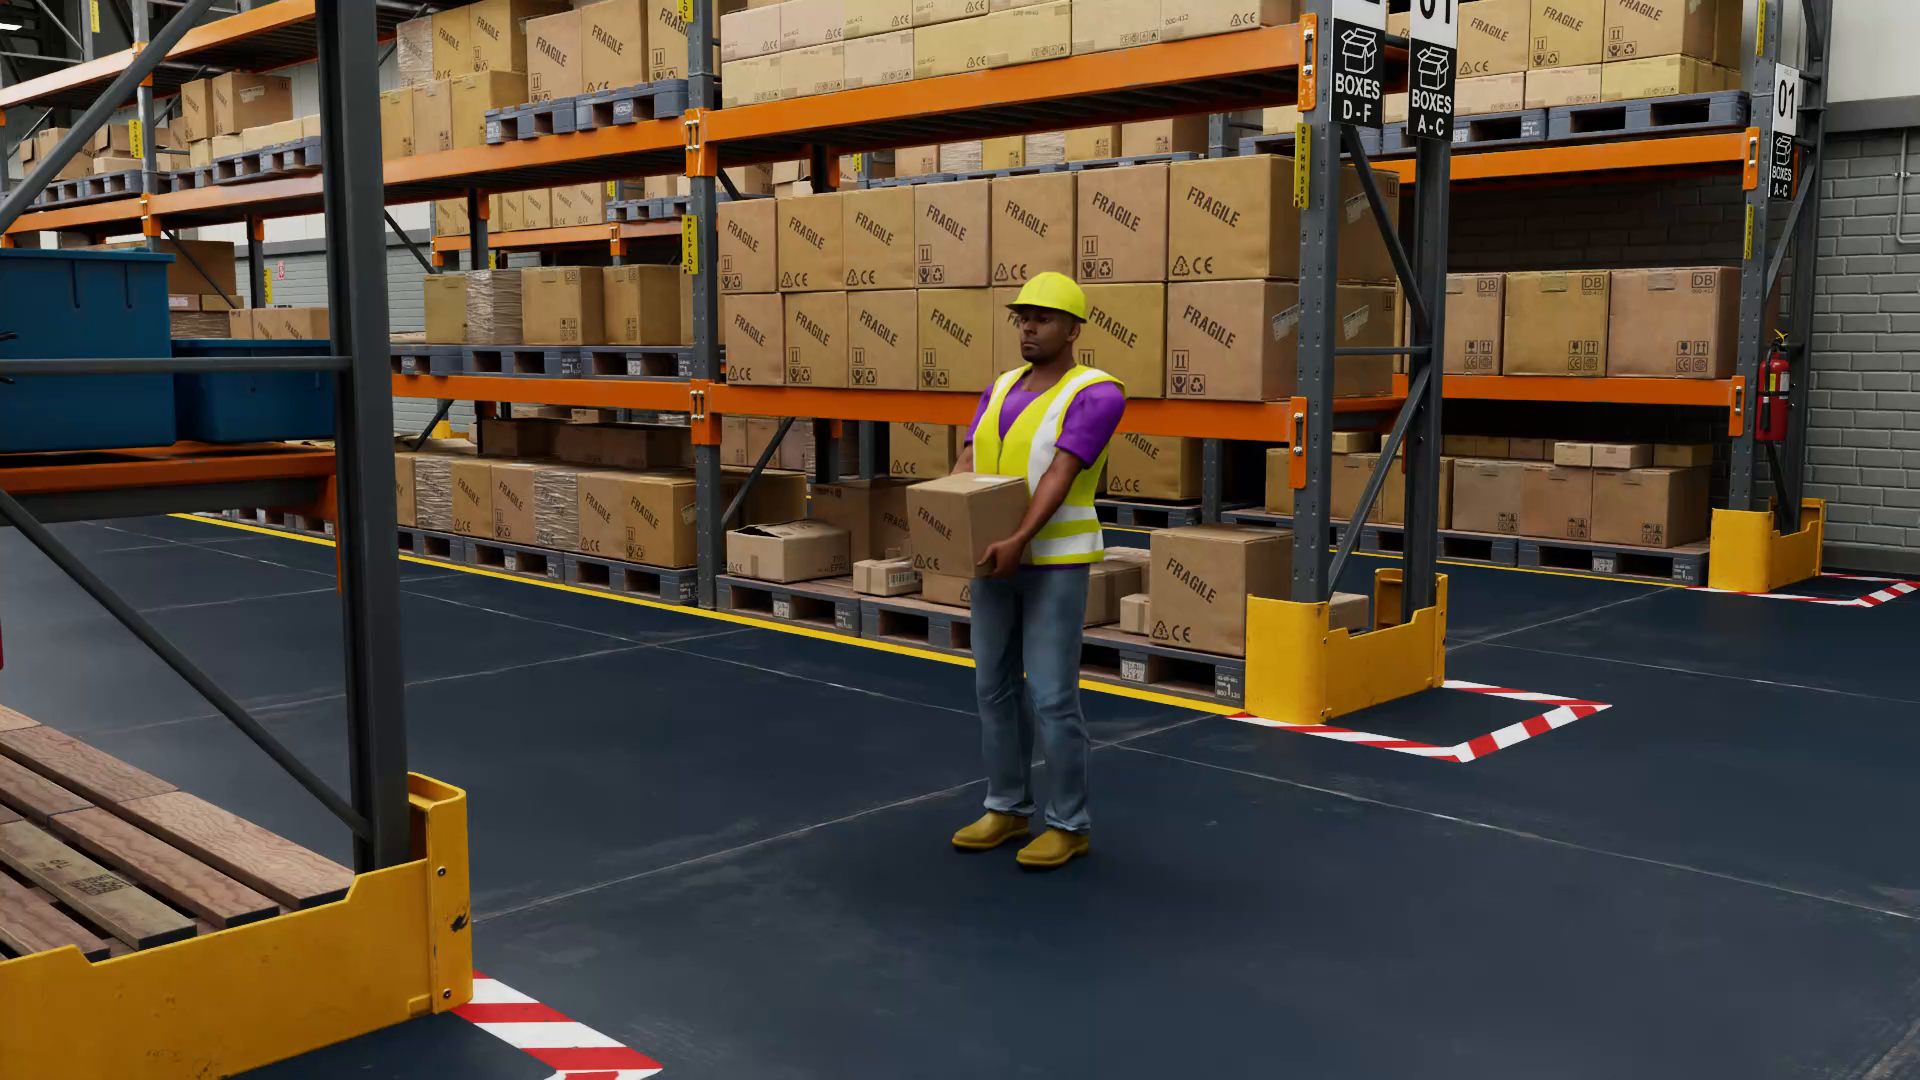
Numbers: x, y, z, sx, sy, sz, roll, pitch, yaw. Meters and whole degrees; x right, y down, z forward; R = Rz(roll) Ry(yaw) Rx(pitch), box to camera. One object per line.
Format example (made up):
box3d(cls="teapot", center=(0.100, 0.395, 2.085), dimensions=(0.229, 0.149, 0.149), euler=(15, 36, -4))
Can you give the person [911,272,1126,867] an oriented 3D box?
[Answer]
box3d(cls="person", center=(-6.039, -0.459, 9.416), dimensions=(15.637, 1.761, 2.928), euler=(7, 10, 44))
